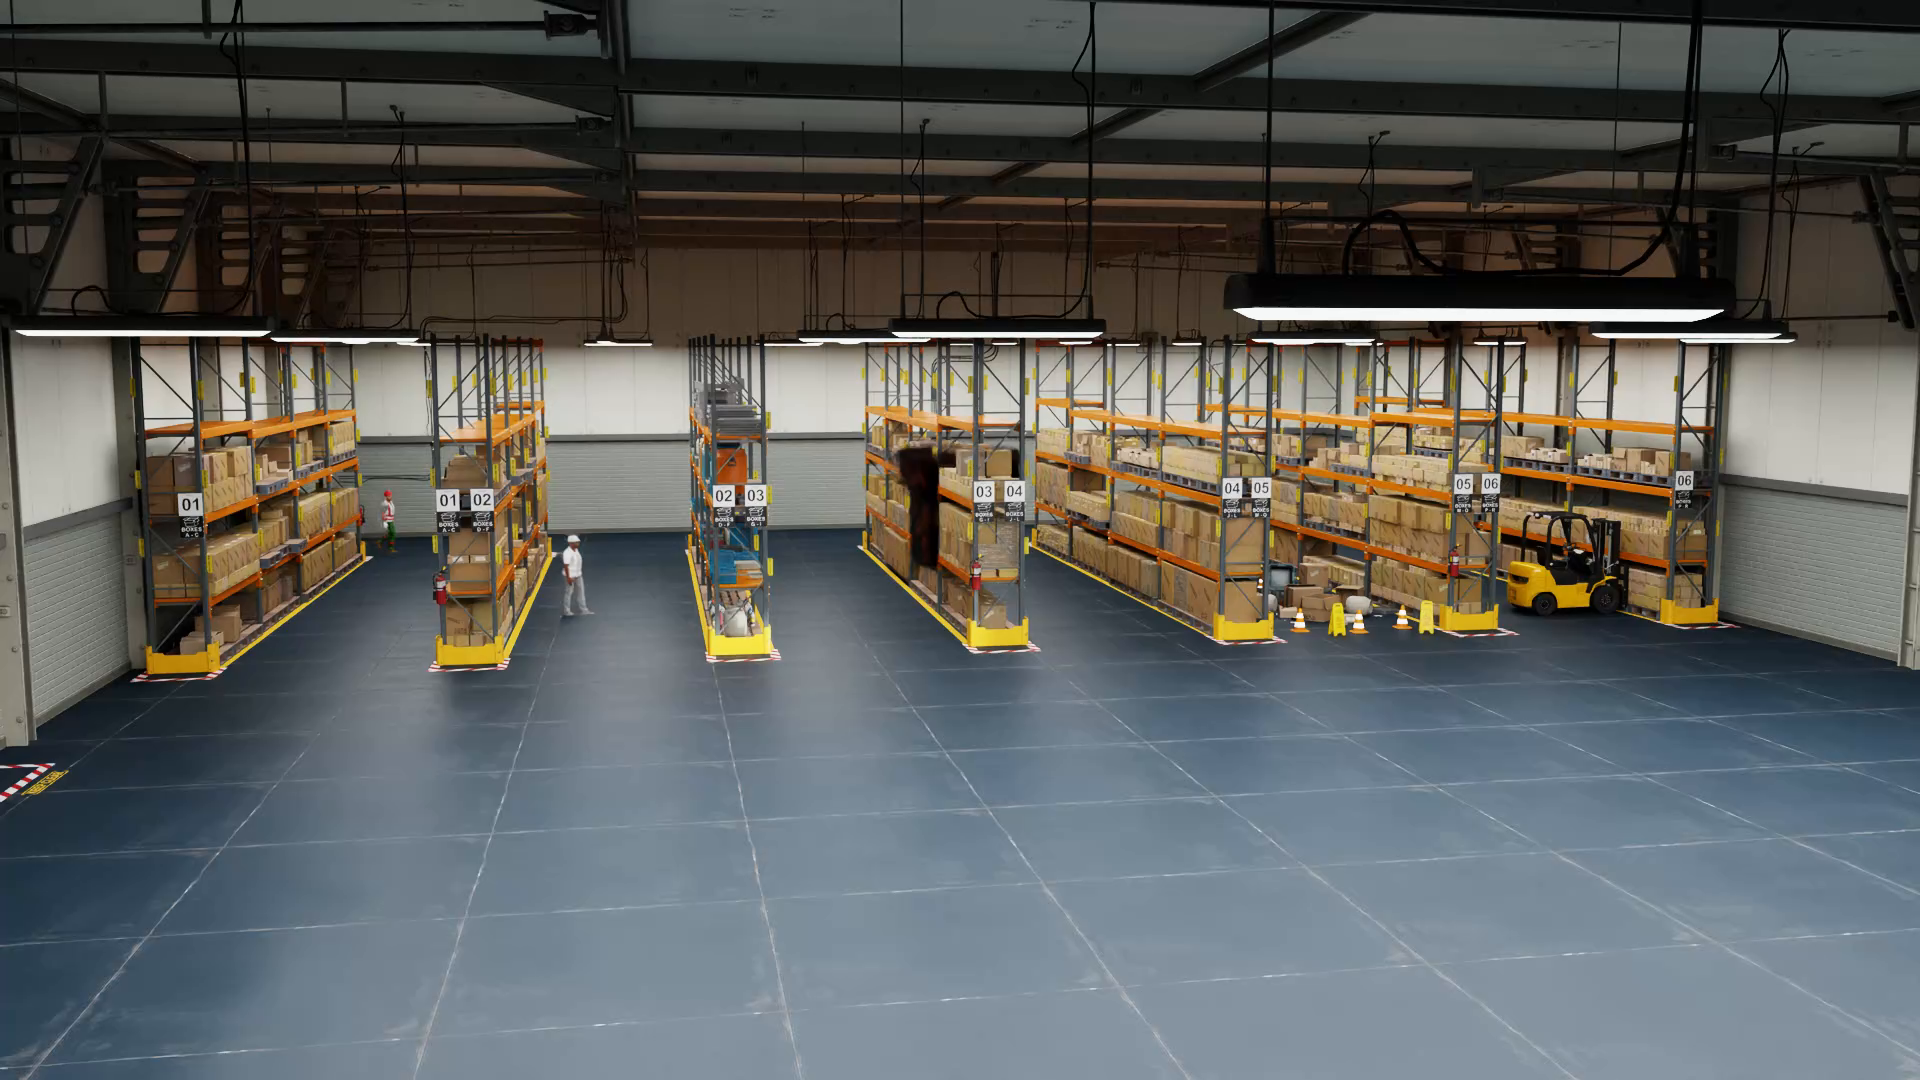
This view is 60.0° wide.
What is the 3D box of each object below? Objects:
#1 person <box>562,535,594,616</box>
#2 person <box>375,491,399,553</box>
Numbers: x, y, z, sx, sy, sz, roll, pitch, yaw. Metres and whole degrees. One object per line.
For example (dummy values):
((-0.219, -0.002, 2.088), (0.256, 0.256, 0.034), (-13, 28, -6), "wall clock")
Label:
((-8.287, 0.771, 35.700), (0.650, 1.759, 0.581), (4, 8, 31), "person")
((-16.075, -0.504, 46.564), (0.655, 1.758, 0.609), (-1, 7, -8), "person")
